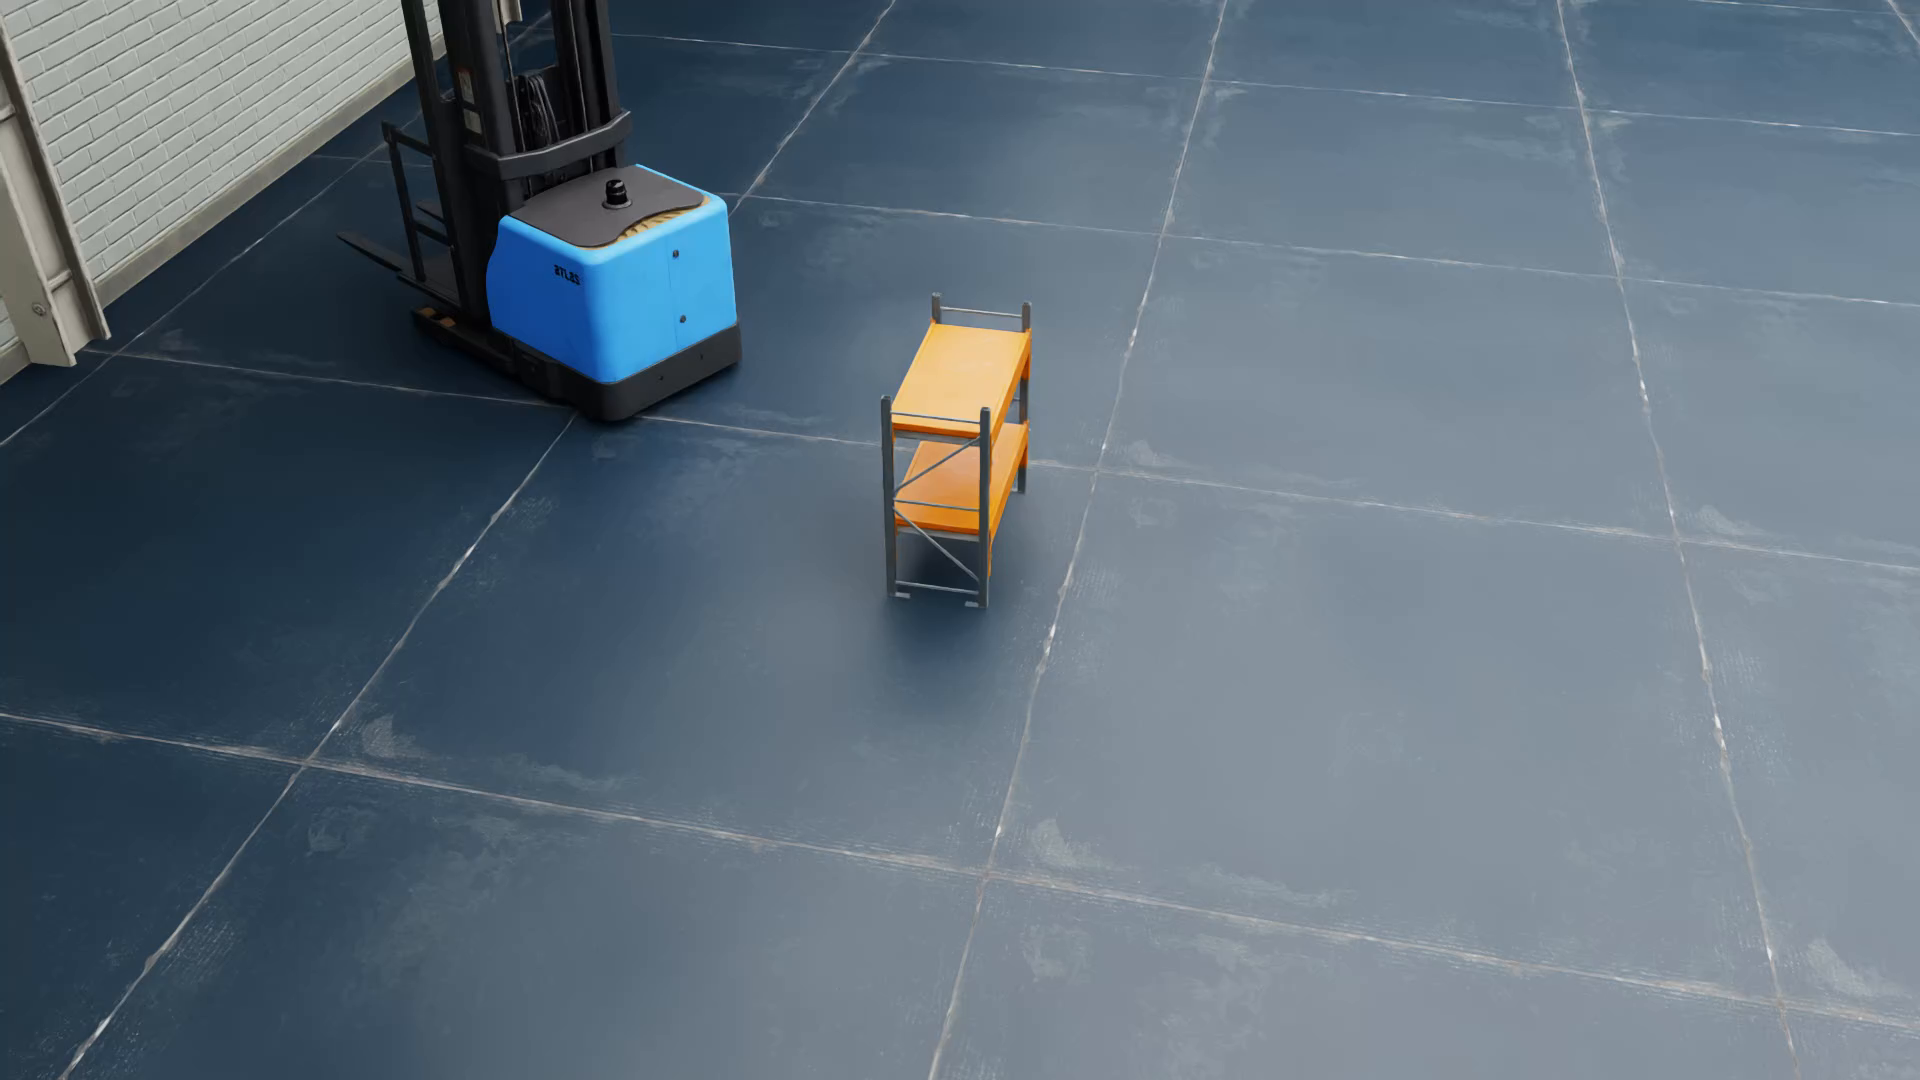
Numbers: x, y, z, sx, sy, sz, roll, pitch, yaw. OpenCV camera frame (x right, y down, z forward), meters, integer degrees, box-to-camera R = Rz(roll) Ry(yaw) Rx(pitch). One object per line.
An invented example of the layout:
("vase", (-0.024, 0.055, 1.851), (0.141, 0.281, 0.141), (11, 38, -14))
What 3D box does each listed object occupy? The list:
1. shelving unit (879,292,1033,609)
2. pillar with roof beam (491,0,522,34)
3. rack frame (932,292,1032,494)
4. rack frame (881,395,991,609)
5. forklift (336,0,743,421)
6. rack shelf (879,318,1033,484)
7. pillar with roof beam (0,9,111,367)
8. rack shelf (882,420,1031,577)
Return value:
("shelving unit", (-0.001, -0.452, 8.185), (0.538, 1.125, 1.048), (7, 37, 10))
("pillar with roof beam", (0.064, -7.710, 11.490), (9.100, 9.000, 0.400), (7, 37, 10))
("rack frame", (0.107, -0.743, 8.587), (0.500, 1.125, 0.032), (7, 37, 10))
("rack frame", (-0.110, -0.160, 7.783), (0.500, 1.125, 0.032), (7, 37, 10))
("forklift", (-2.739, -2.585, 9.590), (3.031, 2.935, 1.130), (27, 44, 32))
("rack shelf", (-0.001, -0.689, 8.013), (0.538, 0.278, 1.000), (7, 37, 10))
("pillar with roof beam", (-1.218, -4.270, 6.744), (9.100, 9.000, 0.400), (7, 37, 10))
("rack shelf", (-0.001, -0.254, 8.328), (0.538, 0.278, 1.000), (7, 37, 10))
